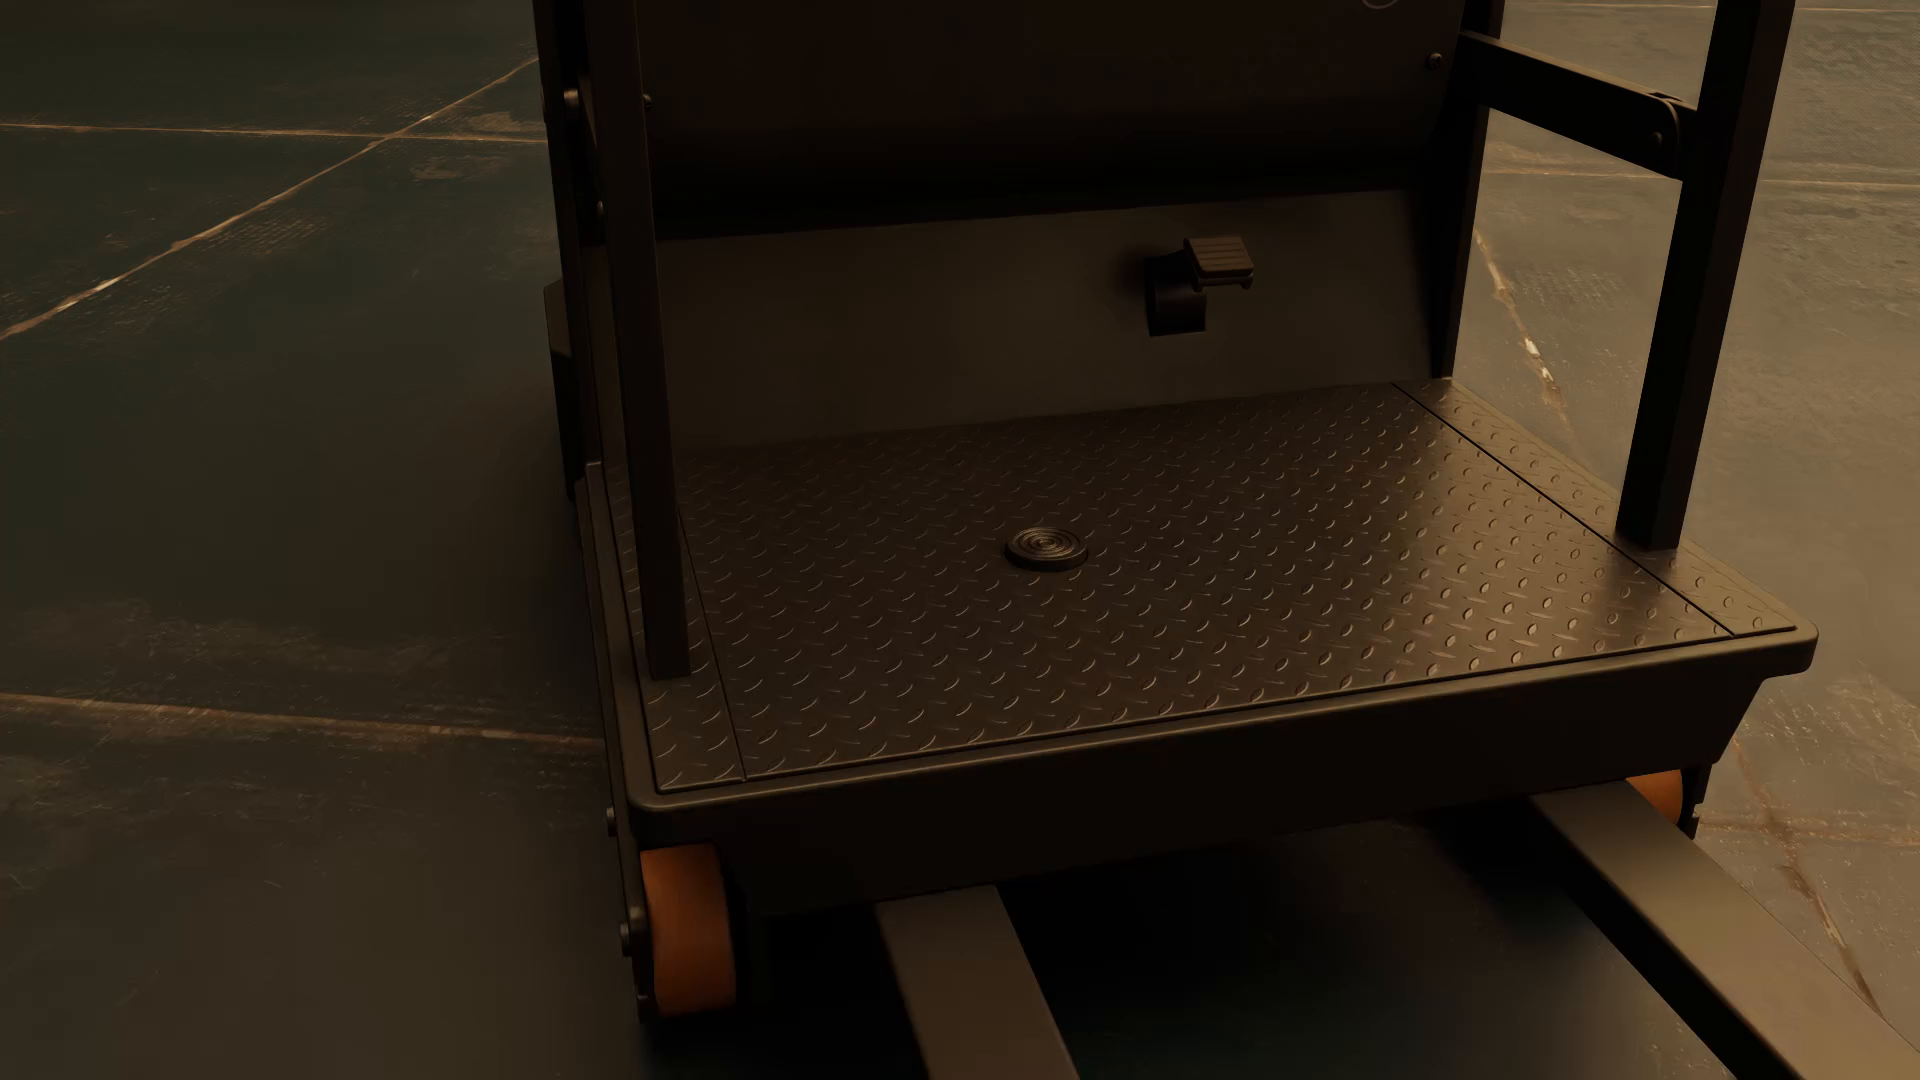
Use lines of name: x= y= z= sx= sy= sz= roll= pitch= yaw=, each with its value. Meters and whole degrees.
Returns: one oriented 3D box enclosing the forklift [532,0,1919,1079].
forklift: x=0.153 y=-1.049 z=1.319 sx=1.130 sy=2.935 sz=3.031 roll=-7 pitch=27 yaw=-13
